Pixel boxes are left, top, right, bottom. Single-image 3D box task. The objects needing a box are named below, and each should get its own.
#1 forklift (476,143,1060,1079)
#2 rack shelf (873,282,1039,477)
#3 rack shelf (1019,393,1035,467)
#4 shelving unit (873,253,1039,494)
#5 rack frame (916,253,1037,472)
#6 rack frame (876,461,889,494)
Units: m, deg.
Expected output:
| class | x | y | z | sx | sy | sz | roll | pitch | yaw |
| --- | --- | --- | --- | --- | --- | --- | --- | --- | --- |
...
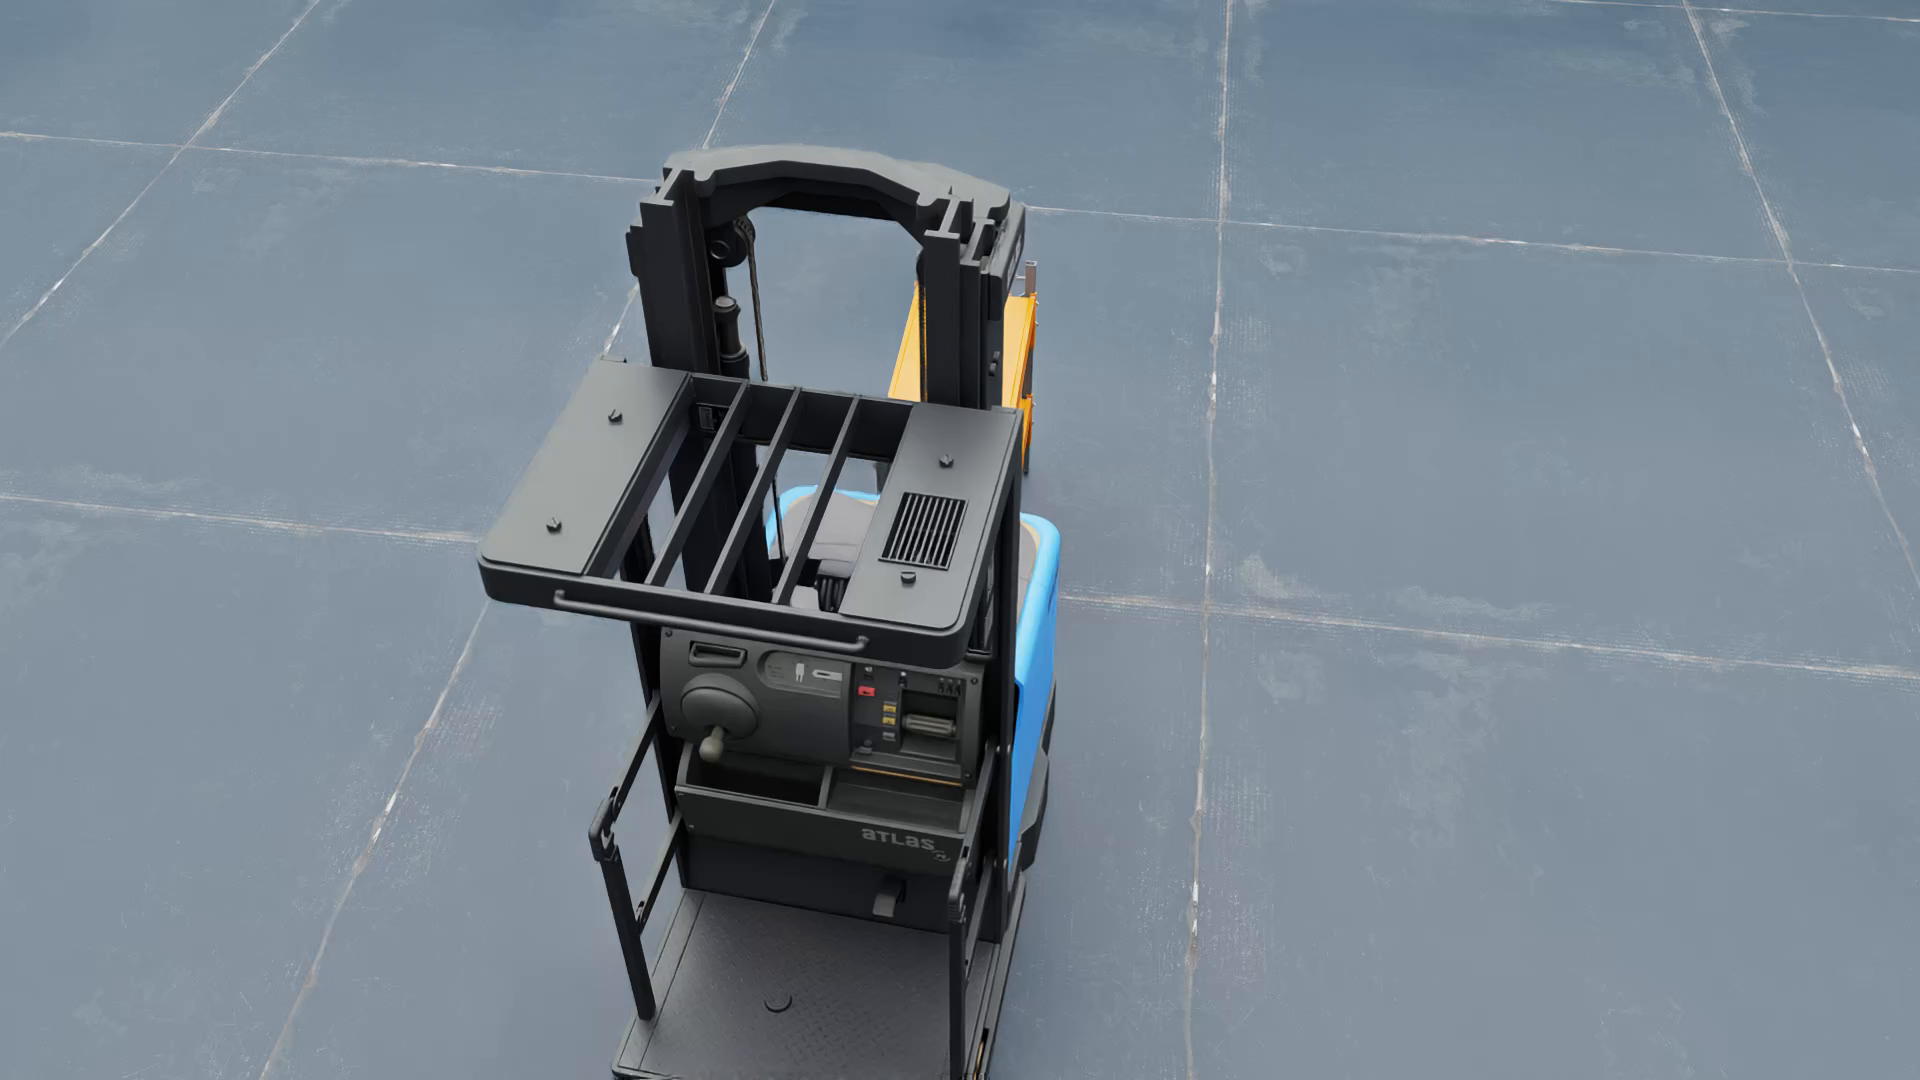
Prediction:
| class | x | y | z | sx | sy | sz | roll | pitch | yaw |
| --- | --- | --- | --- | --- | --- | --- | --- | --- | --- |
| forklift | -0.439 | 0.562 | 4.547 | 1.130 | 2.935 | 3.031 | 8 | 44 | 8 |
| rack shelf | -0.001 | -0.616 | 6.679 | 0.538 | 0.278 | 1.000 | 5 | 44 | 6 |
| rack shelf | -0.001 | -0.226 | 7.049 | 0.538 | 0.278 | 1.000 | 5 | 44 | 6 |
| shelving unit | -0.001 | -0.404 | 6.881 | 0.538 | 1.125 | 1.048 | 5 | 44 | 6 |
| rack frame | 0.066 | -0.750 | 7.246 | 0.500 | 1.125 | 0.032 | 5 | 44 | 6 |
| rack frame | -0.068 | -0.057 | 6.515 | 0.500 | 1.125 | 0.032 | 5 | 44 | 6 |
